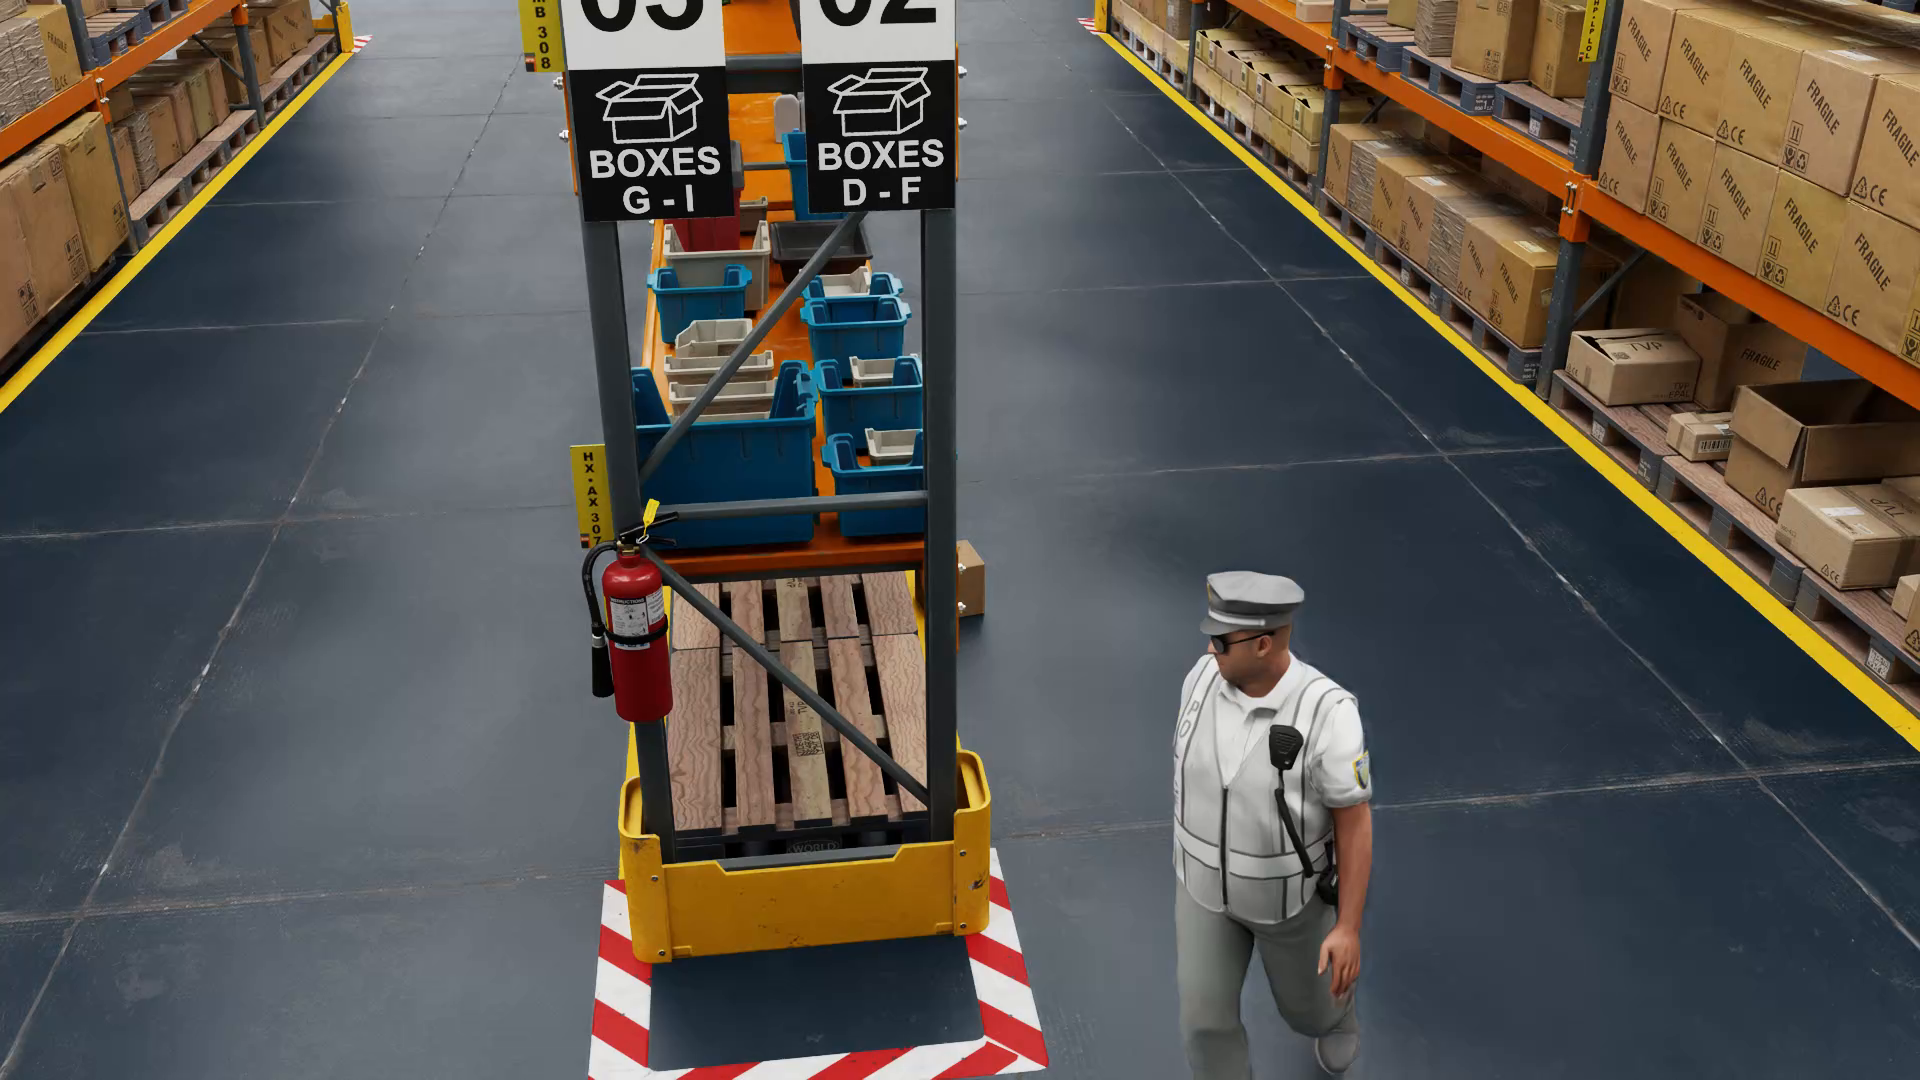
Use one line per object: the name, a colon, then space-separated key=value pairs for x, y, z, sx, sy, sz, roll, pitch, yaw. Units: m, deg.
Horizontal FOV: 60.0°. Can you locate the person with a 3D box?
person: x=0.817 y=0.878 z=4.380 sx=0.612 sy=1.704 sz=0.910 roll=15 pitch=30 yaw=26
